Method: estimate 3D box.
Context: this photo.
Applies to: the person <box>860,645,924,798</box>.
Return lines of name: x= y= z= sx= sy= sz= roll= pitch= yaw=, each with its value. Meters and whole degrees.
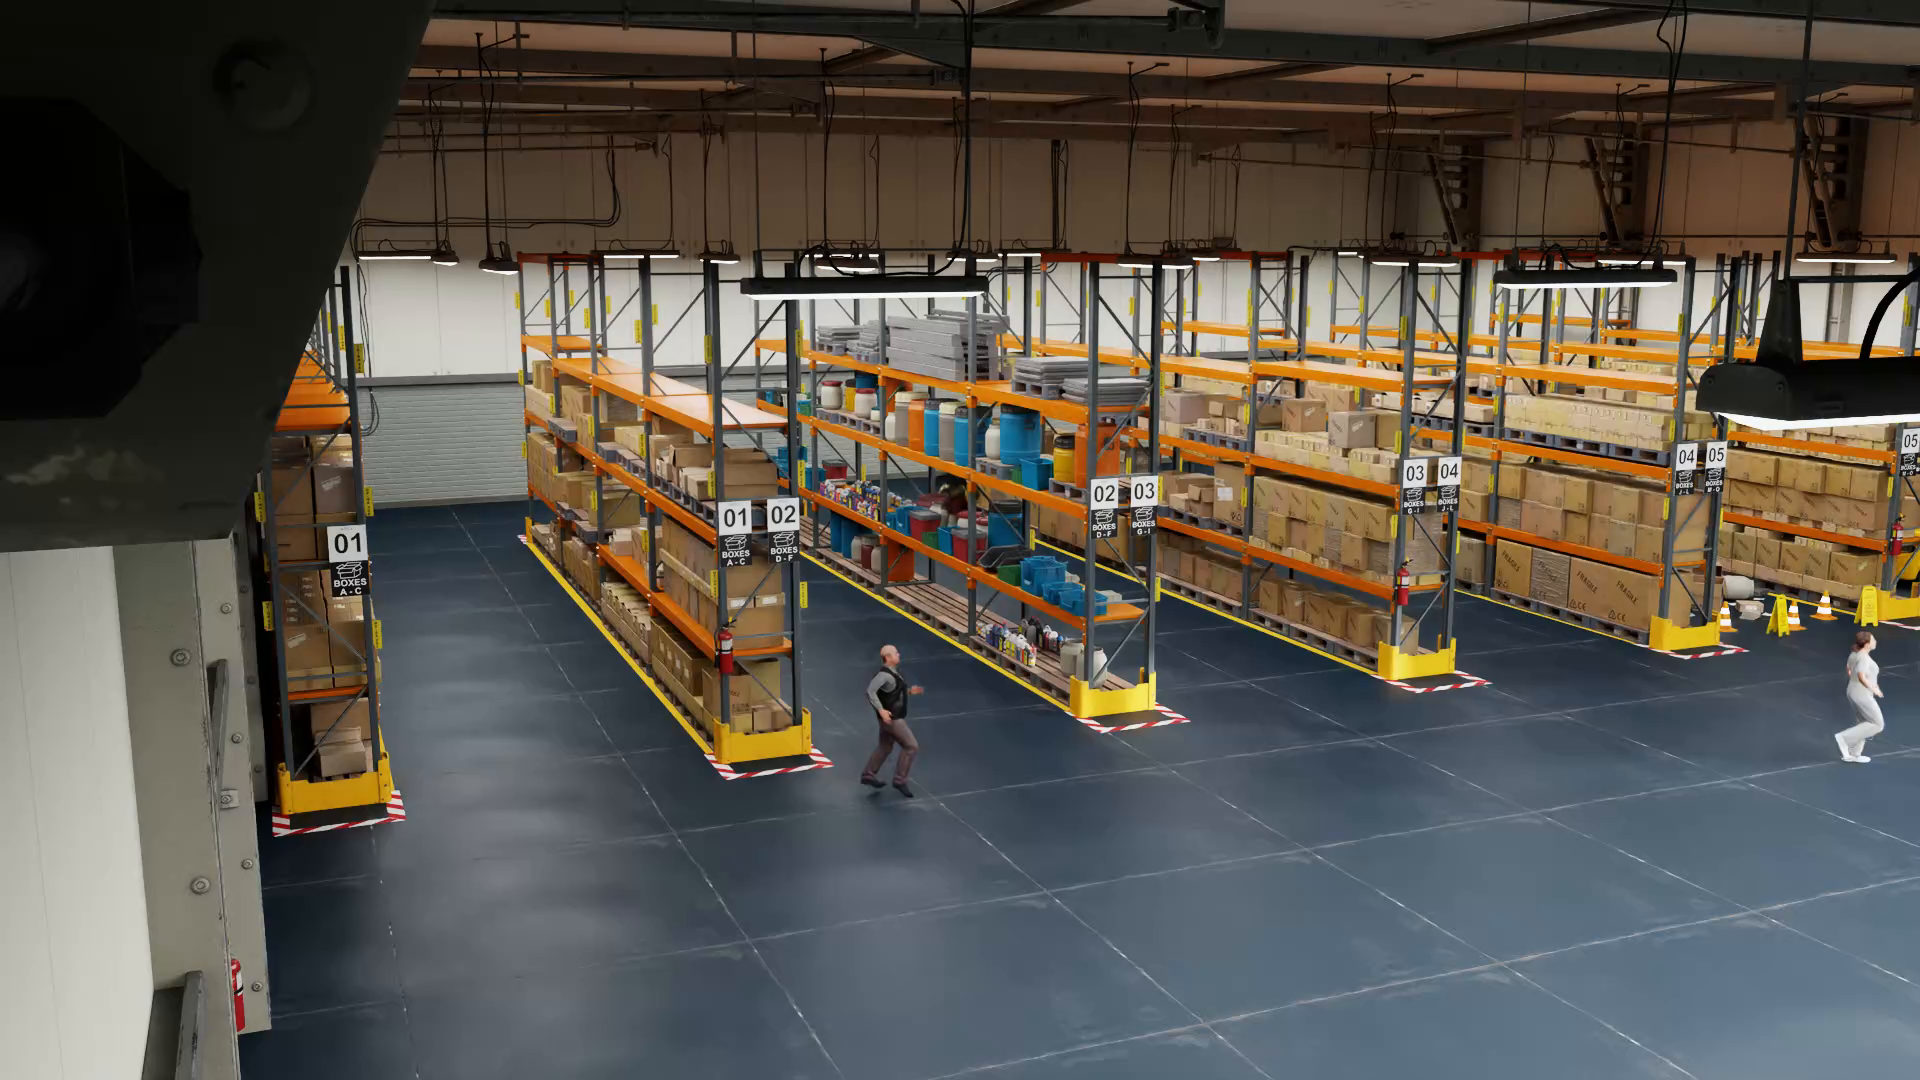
person: x=-0.780 y=2.069 z=18.991 sx=0.747 sy=1.773 sz=0.624 roll=0 pitch=10 yaw=-2

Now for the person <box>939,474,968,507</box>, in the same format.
person: x=-0.098 y=-0.519 z=33.170 sx=0.547 sy=1.715 sz=0.843 roll=-6 pitch=12 yaw=-29

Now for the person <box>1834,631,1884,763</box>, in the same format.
person: x=10.910 y=1.896 z=20.152 sx=0.554 sy=1.623 sz=0.546 roll=1 pitch=10 yaw=7
